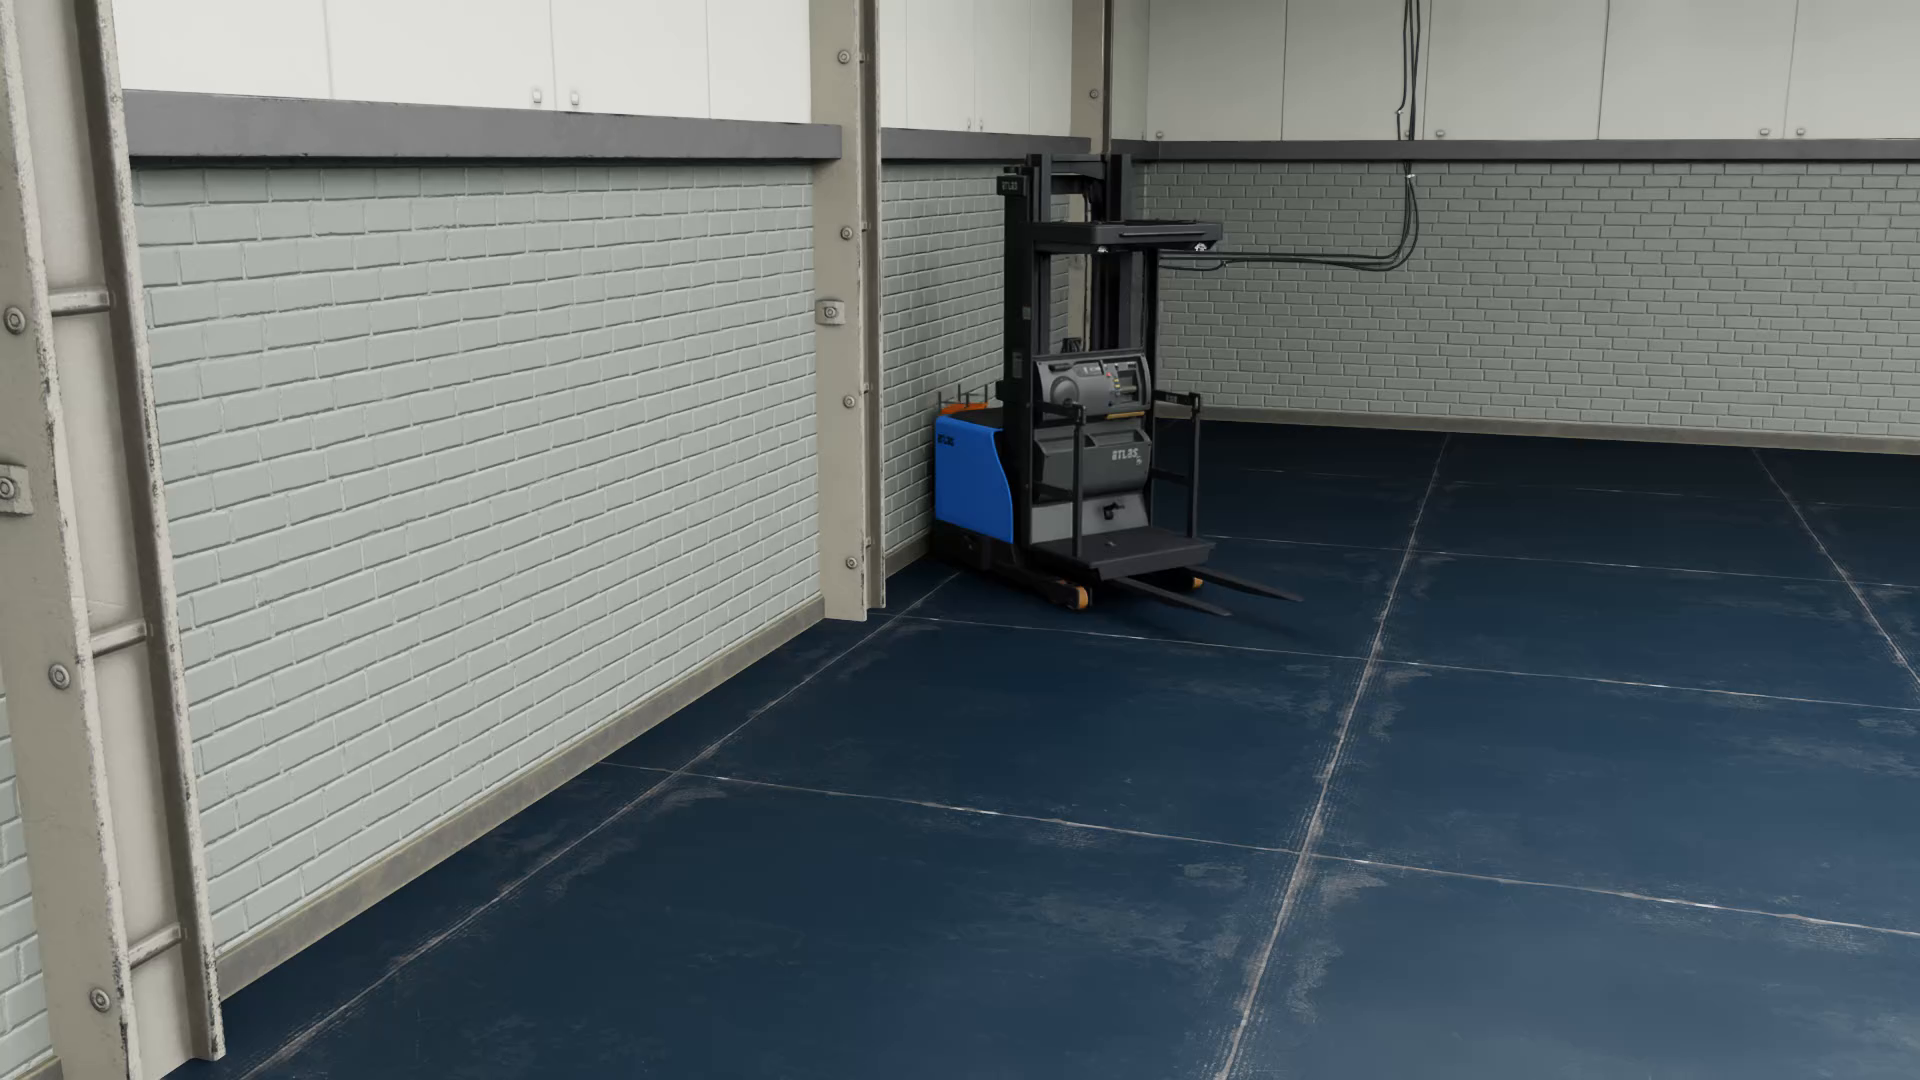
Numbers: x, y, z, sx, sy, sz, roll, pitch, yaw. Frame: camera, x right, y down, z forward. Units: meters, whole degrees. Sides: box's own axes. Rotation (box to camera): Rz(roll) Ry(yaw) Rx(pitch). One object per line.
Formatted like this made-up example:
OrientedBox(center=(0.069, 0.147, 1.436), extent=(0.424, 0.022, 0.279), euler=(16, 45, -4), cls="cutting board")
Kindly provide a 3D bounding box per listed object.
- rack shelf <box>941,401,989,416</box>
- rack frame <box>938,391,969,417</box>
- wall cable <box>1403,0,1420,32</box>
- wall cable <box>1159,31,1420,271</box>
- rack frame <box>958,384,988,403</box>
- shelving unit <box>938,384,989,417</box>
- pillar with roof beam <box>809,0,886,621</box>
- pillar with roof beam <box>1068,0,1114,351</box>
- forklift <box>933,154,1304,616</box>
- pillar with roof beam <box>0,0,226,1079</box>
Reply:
OrientedBox(center=(0.027, -0.954, 12.696), extent=(0.258, 0.148, 0.480), euler=(4, 13, 17), cls="rack shelf")
OrientedBox(center=(-0.045, -0.520, 12.553), extent=(0.240, 1.200, 0.015), euler=(4, 13, 17), cls="rack frame")
OrientedBox(center=(6.004, -6.458, 16.689), extent=(3.097, 2.526, 0.112), euler=(4, 14, 18), cls="wall cable")
OrientedBox(center=(3.444, -4.191, 18.104), extent=(3.097, 2.526, 0.112), euler=(4, 14, 18), cls="wall cable")
OrientedBox(center=(0.102, -0.621, 13.007), extent=(0.240, 1.200, 0.015), euler=(4, 13, 17), cls="rack frame")
OrientedBox(center=(0.029, -0.571, 12.780), extent=(0.258, 1.200, 0.503), euler=(4, 13, 17), cls="shelving unit")
OrientedBox(center=(3.372, -3.606, 8.565), extent=(9.100, 9.000, 0.400), euler=(4, 14, 18), cls="pillar with roof beam")
OrientedBox(center=(5.313, -4.870, 14.100), extent=(9.100, 9.000, 0.400), euler=(4, 14, 18), cls="pillar with roof beam")
OrientedBox(center=(1.032, -1.081, 11.138), extent=(1.130, 2.935, 3.031), euler=(-8, 15, -32), cls="forklift")
OrientedBox(center=(1.431, -2.343, 3.030), extent=(9.100, 9.000, 0.400), euler=(4, 14, 18), cls="pillar with roof beam")
